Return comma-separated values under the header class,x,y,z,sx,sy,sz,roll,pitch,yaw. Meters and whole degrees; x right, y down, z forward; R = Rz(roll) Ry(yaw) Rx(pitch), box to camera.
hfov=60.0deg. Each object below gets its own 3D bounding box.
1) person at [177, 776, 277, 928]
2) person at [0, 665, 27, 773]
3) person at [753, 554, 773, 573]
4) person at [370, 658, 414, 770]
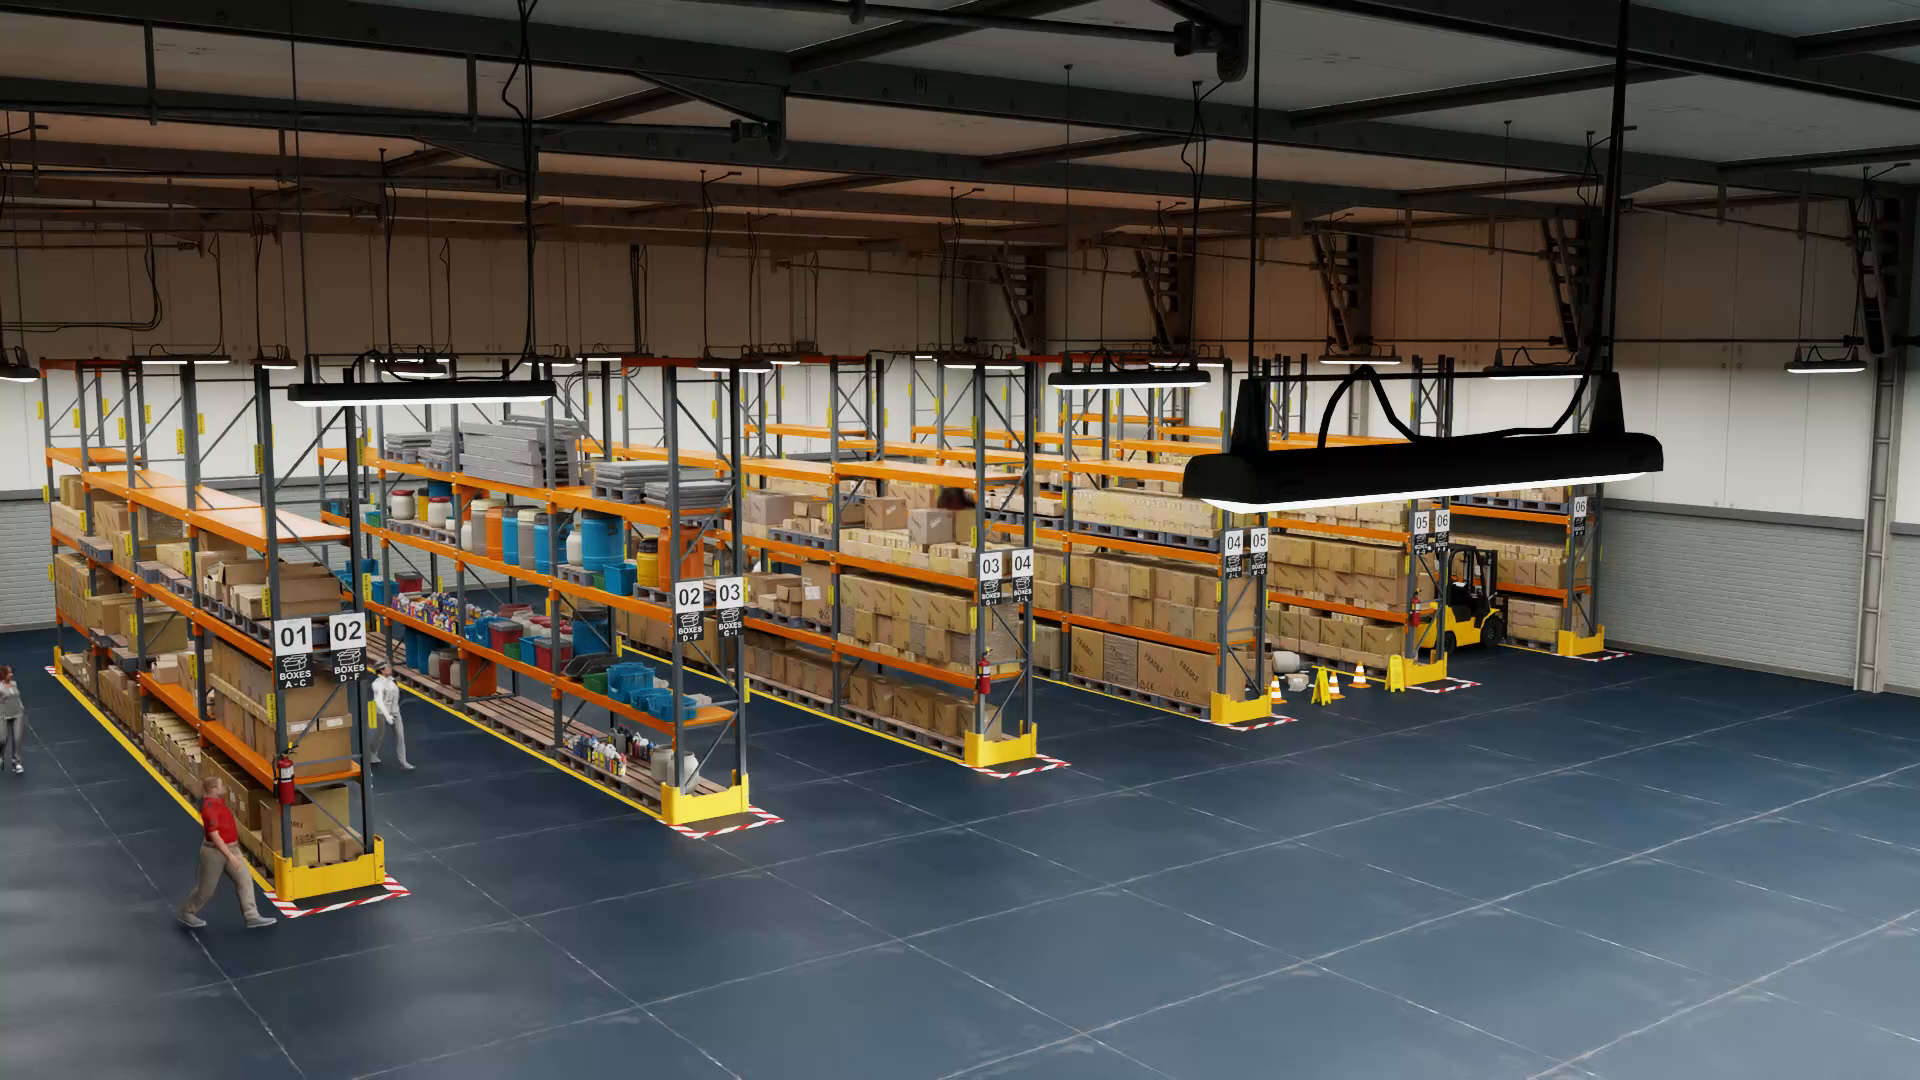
class,x,y,z,sx,sy,sz,roll,pitch,yaw
person,-7.924,3.362,17.827,1.039,1.678,0.499,2,7,13
person,-13.957,2.618,24.384,0.461,1.578,0.479,-6,9,-42
person,-4.384,1.072,37.149,0.526,1.623,0.929,-4,8,-30
person,-8.468,2.561,24.600,0.438,1.643,0.980,-6,9,-43
